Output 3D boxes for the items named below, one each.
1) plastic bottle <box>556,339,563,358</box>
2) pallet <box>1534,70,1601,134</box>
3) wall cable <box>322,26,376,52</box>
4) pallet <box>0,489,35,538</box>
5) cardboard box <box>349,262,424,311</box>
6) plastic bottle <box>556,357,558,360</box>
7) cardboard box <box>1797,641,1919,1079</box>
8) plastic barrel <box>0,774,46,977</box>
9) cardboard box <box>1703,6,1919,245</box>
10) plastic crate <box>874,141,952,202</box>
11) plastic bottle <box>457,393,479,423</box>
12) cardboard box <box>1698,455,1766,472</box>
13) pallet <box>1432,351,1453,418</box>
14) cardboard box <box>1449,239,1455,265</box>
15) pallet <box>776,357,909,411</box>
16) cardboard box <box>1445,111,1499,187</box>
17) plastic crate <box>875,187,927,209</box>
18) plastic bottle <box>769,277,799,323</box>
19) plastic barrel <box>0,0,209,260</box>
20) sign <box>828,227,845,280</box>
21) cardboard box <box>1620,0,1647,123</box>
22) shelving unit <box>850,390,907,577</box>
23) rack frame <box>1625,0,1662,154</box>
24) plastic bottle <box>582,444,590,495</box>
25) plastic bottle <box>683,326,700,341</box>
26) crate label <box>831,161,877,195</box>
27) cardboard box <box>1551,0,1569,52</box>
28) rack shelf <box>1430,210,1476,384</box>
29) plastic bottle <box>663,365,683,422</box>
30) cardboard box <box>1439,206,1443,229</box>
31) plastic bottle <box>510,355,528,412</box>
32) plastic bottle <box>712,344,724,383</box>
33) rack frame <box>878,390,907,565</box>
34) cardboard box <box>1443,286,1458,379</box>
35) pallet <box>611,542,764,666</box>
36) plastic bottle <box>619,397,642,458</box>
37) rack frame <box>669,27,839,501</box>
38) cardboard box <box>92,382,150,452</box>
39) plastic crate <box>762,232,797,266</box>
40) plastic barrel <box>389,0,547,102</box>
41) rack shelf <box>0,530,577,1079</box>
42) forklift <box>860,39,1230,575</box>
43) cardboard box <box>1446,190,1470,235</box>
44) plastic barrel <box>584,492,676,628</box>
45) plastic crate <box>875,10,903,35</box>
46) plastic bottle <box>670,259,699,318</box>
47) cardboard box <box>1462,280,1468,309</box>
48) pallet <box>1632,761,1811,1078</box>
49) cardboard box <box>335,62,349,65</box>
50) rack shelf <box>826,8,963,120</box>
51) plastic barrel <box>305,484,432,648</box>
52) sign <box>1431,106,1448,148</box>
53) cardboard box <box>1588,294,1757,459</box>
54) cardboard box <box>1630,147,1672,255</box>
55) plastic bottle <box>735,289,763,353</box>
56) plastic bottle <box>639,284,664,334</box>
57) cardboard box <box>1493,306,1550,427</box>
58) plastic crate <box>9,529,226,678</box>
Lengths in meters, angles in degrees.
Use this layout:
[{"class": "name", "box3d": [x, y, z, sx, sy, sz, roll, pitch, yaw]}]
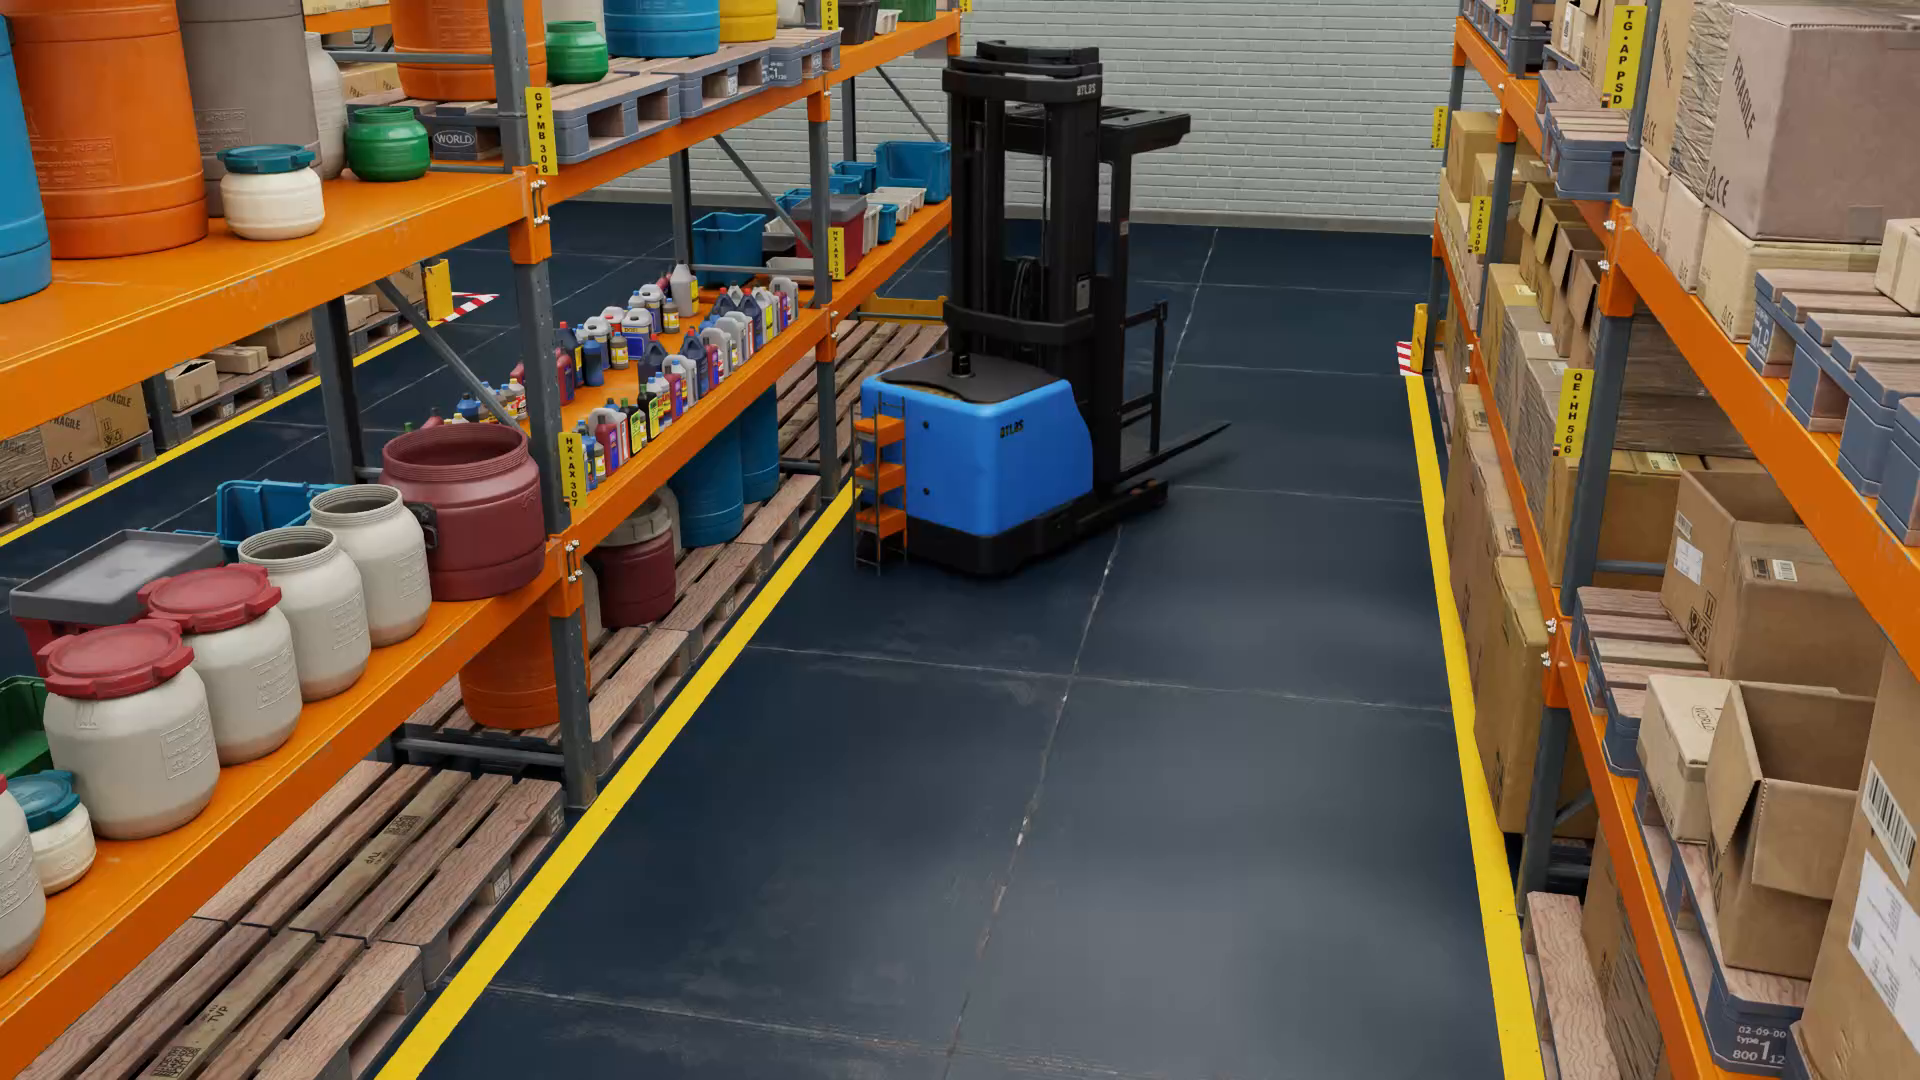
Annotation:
[{"class": "plastic bottle", "box3d": [-2.107, -0.904, 8.739, 0.061, 0.283, 0.133, 4, 22, 11]}, {"class": "pallet", "box3d": [3.024, -1.823, 7.101, 1.003, 0.211, 1.213, 6, 23, 13]}, {"class": "wall cable", "box3d": [-8.692, -7.312, 20.621, 3.097, 2.526, 0.112, 4, 22, 11]}, {"class": "pallet", "box3d": [-6.537, -0.048, 10.191, 1.003, 0.211, 1.213, 4, 22, 11]}, {"class": "cardboard box", "box3d": [-5.215, -2.379, 15.003, 0.500, 0.500, 0.500, 4, 22, 11]}, {"class": "plastic bottle", "box3d": [-2.158, -0.878, 8.585, 0.144, 0.351, 0.185, 4, 22, 11]}, {"class": "cardboard box", "box3d": [2.202, 0.840, 2.888, 1.000, 1.000, 1.000, 5, 22, 11]}, {"class": "plastic barrel", "box3d": [-2.536, 0.819, 4.123, 0.433, 0.535, 0.433, 0, 22, 0]}, {"class": "cardboard box", "box3d": [2.169, -1.018, 4.047, 0.500, 0.500, 0.500, 4, 22, 9]}, {"class": "plastic crate", "box3d": [-0.382, -3.081, 13.861, 0.616, 0.435, 0.499, 4, 22, 11]}, {"class": "plastic bottle", "box3d": [-2.336, -0.565, 7.913, 0.097, 0.271, 0.097, 0, 22, 0]}, {"class": "cardboard box", "box3d": [3.085, -0.073, 6.387, 0.500, 0.500, 0.500, 5, 22, 12]}, {"class": "pallet", "box3d": [4.265, -1.204, 13.060, 1.003, 0.211, 1.213, 4, 22, 11]}, {"class": "cardboard box", "box3d": [3.644, -2.012, 11.670, 0.380, 0.149, 0.250, 4, 22, 10]}, {"class": "pallet", "box3d": [-0.954, -1.136, 12.893, 1.003, 0.211, 1.213, 4, 22, 11]}, {"class": "cardboard box", "box3d": [3.888, -2.874, 12.274, 0.500, 0.500, 0.500, 4, 22, 10]}, {"class": "plastic crate", "box3d": [-0.486, -2.767, 13.481, 0.396, 0.136, 0.243, 4, 22, 11]}, {"class": "plastic bottle", "box3d": [-1.077, -1.484, 10.190, 0.152, 0.276, 0.135, 4, 22, 11]}, {"class": "plastic barrel", "box3d": [-2.643, -1.315, 5.014, 0.600, 0.830, 0.708, 4, 22, 11]}, {"class": "sign", "box3d": [-0.775, -1.796, 10.428, 0.100, 0.325, 0.005, 4, 22, 11]}, {"class": "cardboard box", "box3d": [2.773, -1.733, 5.925, 0.797, 0.503, 0.637, 6, 23, 14]}, {"class": "shelving unit", "box3d": [-0.474, -0.327, 9.761, 0.215, 1.050, 0.252, 17, 27, 36]}, {"class": "rack frame", "box3d": [2.719, -2.653, 4.895, 1.000, 3.000, 0.127, 4, 22, 11]}, {"class": "plastic bottle", "box3d": [-1.725, -0.324, 7.308, 0.152, 0.276, 0.135, 4, 22, 11]}, {"class": "plastic bottle", "box3d": [-1.455, -1.033, 9.075, 0.097, 0.271, 0.097, 0, 22, 0]}, {"class": "crate label", "box3d": [-0.870, -3.058, 14.076, 0.416, 0.233, 0.303, 4, 22, 11]}, {"class": "cardboard box", "box3d": [3.427, -2.753, 8.462, 0.700, 0.500, 0.500, 5, 22, 12]}, {"class": "rack shelf", "box3d": [3.944, -1.731, 11.599, 1.077, 0.370, 4.000, 4, 22, 11]}, {"class": "plastic bottle", "box3d": [-1.444, -0.746, 8.347, 0.061, 0.283, 0.133, 4, 22, 11]}, {"class": "cardboard box", "box3d": [3.905, -2.481, 12.834, 0.380, 0.149, 0.250, 4, 22, 10]}, {"class": "plastic bottle", "box3d": [-2.231, -0.792, 8.461, 0.061, 0.283, 0.133, 4, 22, 11]}, {"class": "plastic bottle", "box3d": [-1.326, -0.953, 8.971, 0.097, 0.201, 0.097, 0, 22, 0]}, {"class": "rack frame", "box3d": [-0.397, -0.362, 9.848, 0.200, 1.050, 0.008, 17, 27, 36]}, {"class": "cardboard box", "box3d": [4.300, -1.765, 13.003, 0.875, 0.875, 0.875, 4, 22, 11]}, {"class": "pallet", "box3d": [-1.758, 0.310, 9.303, 1.003, 0.211, 1.213, 4, 22, 11]}, {"class": "plastic bottle", "box3d": [-1.558, -0.542, 7.840, 0.061, 0.283, 0.133, 4, 22, 11]}, {"class": "rack frame", "box3d": [-1.313, -1.711, 10.586, 1.000, 3.000, 0.127, 4, 22, 11]}, {"class": "cardboard box", "box3d": [-5.982, -0.932, 11.409, 0.500, 0.500, 0.500, 4, 22, 11]}, {"class": "plastic crate", "box3d": [-1.348, -2.041, 11.693, 0.437, 0.125, 0.590, 4, 22, 11]}, {"class": "plastic barrel", "box3d": [-2.011, -2.240, 6.749, 0.600, 0.830, 0.708, 4, 22, 11]}, {"class": "rack shelf", "box3d": [-2.537, 0.818, 5.271, 1.077, 0.370, 4.000, 4, 22, 11]}, {"class": "forklift", "box3d": [0.712, -1.633, 10.484, 1.130, 2.935, 3.031, 17, 27, 36]}, {"class": "cardboard box", "box3d": [3.784, -2.335, 11.939, 0.500, 0.250, 0.500, 4, 22, 9]}, {"class": "plastic barrel", "box3d": [-1.816, 0.083, 8.798, 0.600, 0.588, 0.708, 4, 22, 11]}, {"class": "plastic crate", "box3d": [-0.676, -3.668, 11.783, 0.437, 0.136, 0.530, 4, 22, 11]}, {"class": "plastic bottle", "box3d": [-1.710, -1.569, 10.300, 0.144, 0.351, 0.185, 4, 22, 11]}, {"class": "cardboard box", "box3d": [3.382, -1.541, 10.501, 0.380, 0.149, 0.250, 4, 22, 10]}, {"class": "pallet", "box3d": [2.356, 0.946, 4.246, 1.003, 0.211, 1.213, 4, 22, 11]}, {"class": "cardboard box", "box3d": [-5.694, -3.920, 14.600, 0.500, 0.500, 0.500, 5, 23, 13]}, {"class": "rack shelf", "box3d": [-0.905, -3.500, 11.976, 1.077, 0.370, 4.000, 4, 22, 11]}, {"class": "plastic barrel", "box3d": [-2.130, 0.093, 5.958, 0.421, 0.512, 0.421, 0, 22, 0]}, {"class": "sign", "box3d": [3.810, -3.279, 13.214, 0.100, 0.325, 0.005, 4, 22, 11]}, {"class": "cardboard box", "box3d": [2.885, -0.648, 6.471, 0.797, 0.503, 0.637, 5, 23, 13]}, {"class": "cardboard box", "box3d": [2.374, -1.039, 5.105, 0.500, 0.250, 0.500, 5, 22, 12]}, {"class": "plastic bottle", "box3d": [-1.218, -1.259, 9.530, 0.144, 0.351, 0.185, 4, 22, 11]}, {"class": "plastic bottle", "box3d": [-1.855, -1.379, 9.928, 0.152, 0.276, 0.135, 4, 22, 11]}, {"class": "cardboard box", "box3d": [2.993, -0.863, 8.348, 0.500, 0.500, 0.500, 4, 22, 10]}, {"class": "plastic crate", "box3d": [-2.759, 0.290, 5.532, 0.402, 0.464, 0.583, 4, 22, 11]}]
